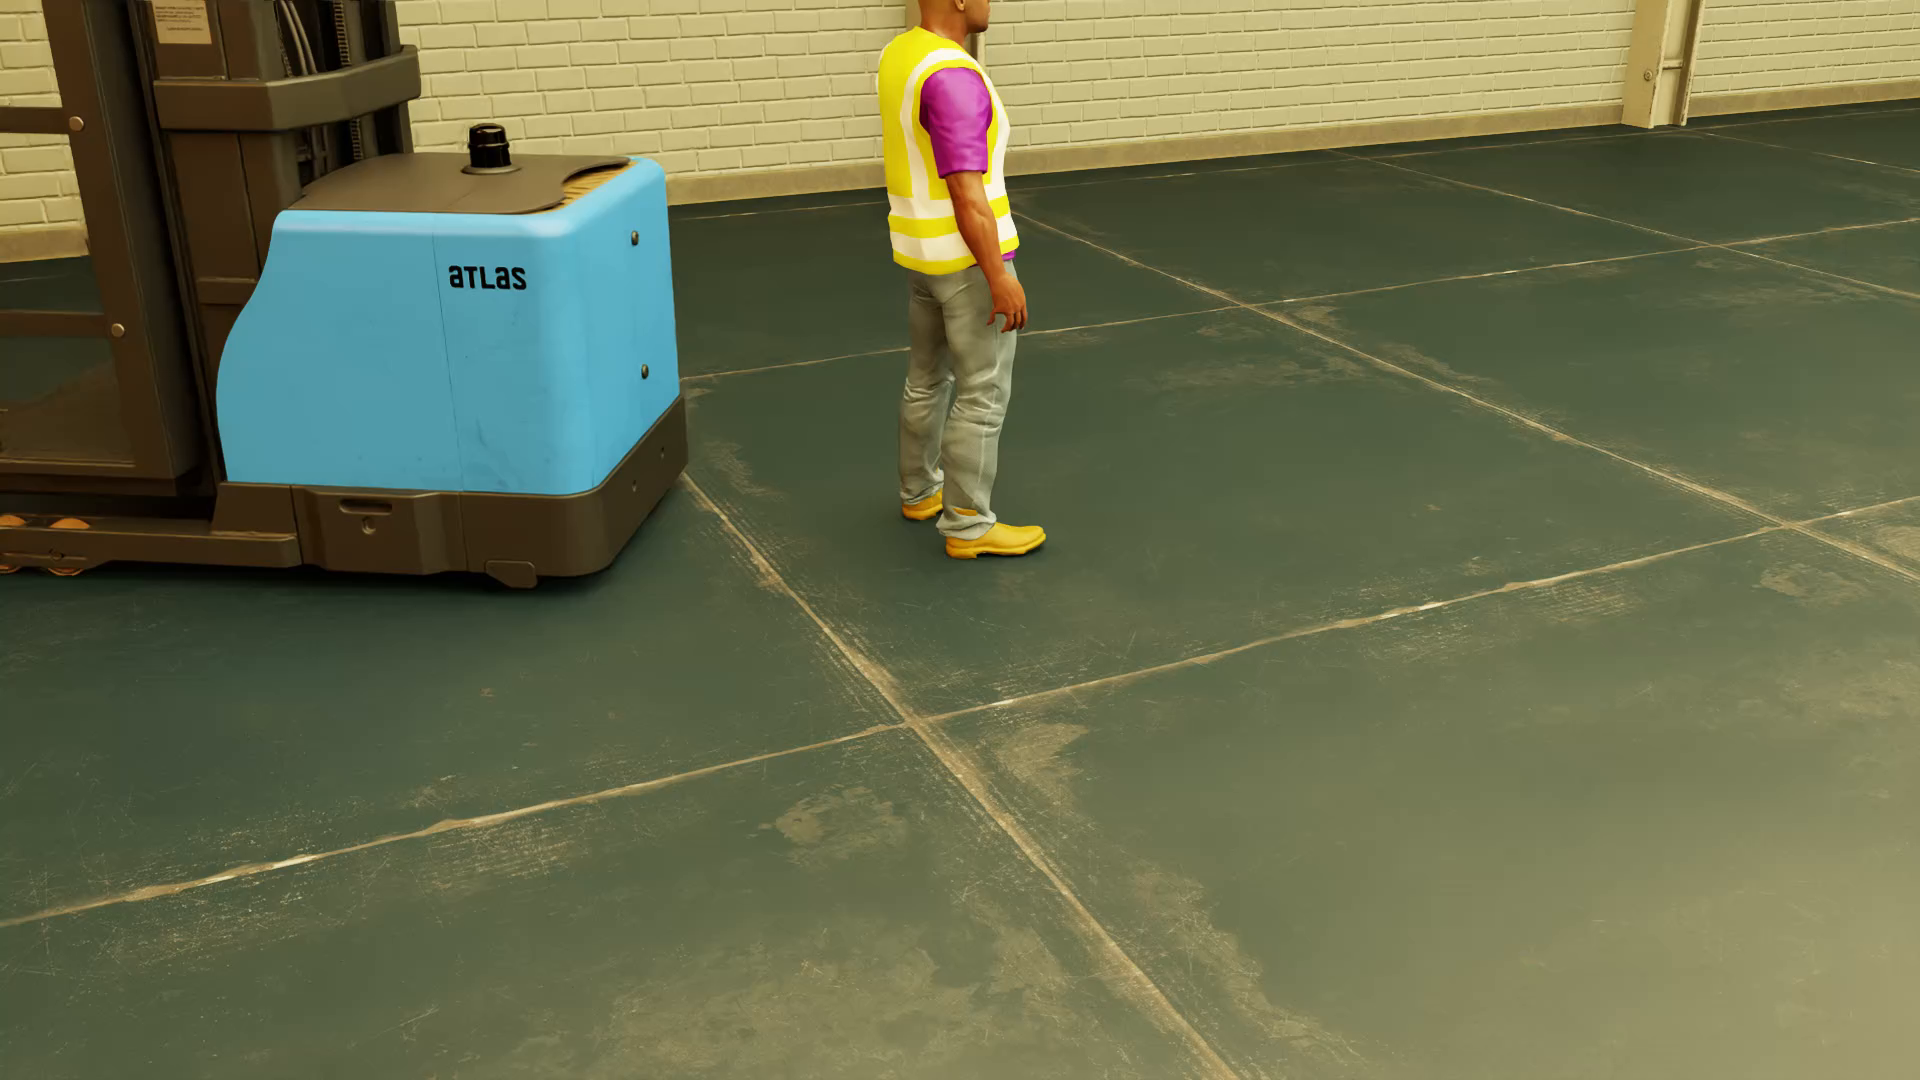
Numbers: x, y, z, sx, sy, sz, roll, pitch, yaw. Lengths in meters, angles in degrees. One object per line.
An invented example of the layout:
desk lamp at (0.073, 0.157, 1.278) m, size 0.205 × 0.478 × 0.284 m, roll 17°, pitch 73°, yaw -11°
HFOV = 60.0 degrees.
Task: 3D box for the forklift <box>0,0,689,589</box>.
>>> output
forklift at (-2.458, -1.445, 4.765) m, size 3.031 × 2.935 × 1.130 m, roll 3°, pitch 23°, yaw 6°

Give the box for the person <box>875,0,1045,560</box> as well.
person at (-0.008, -0.824, 4.790) m, size 0.426 × 1.769 × 0.686 m, roll -10°, pitch 25°, yaw -23°
